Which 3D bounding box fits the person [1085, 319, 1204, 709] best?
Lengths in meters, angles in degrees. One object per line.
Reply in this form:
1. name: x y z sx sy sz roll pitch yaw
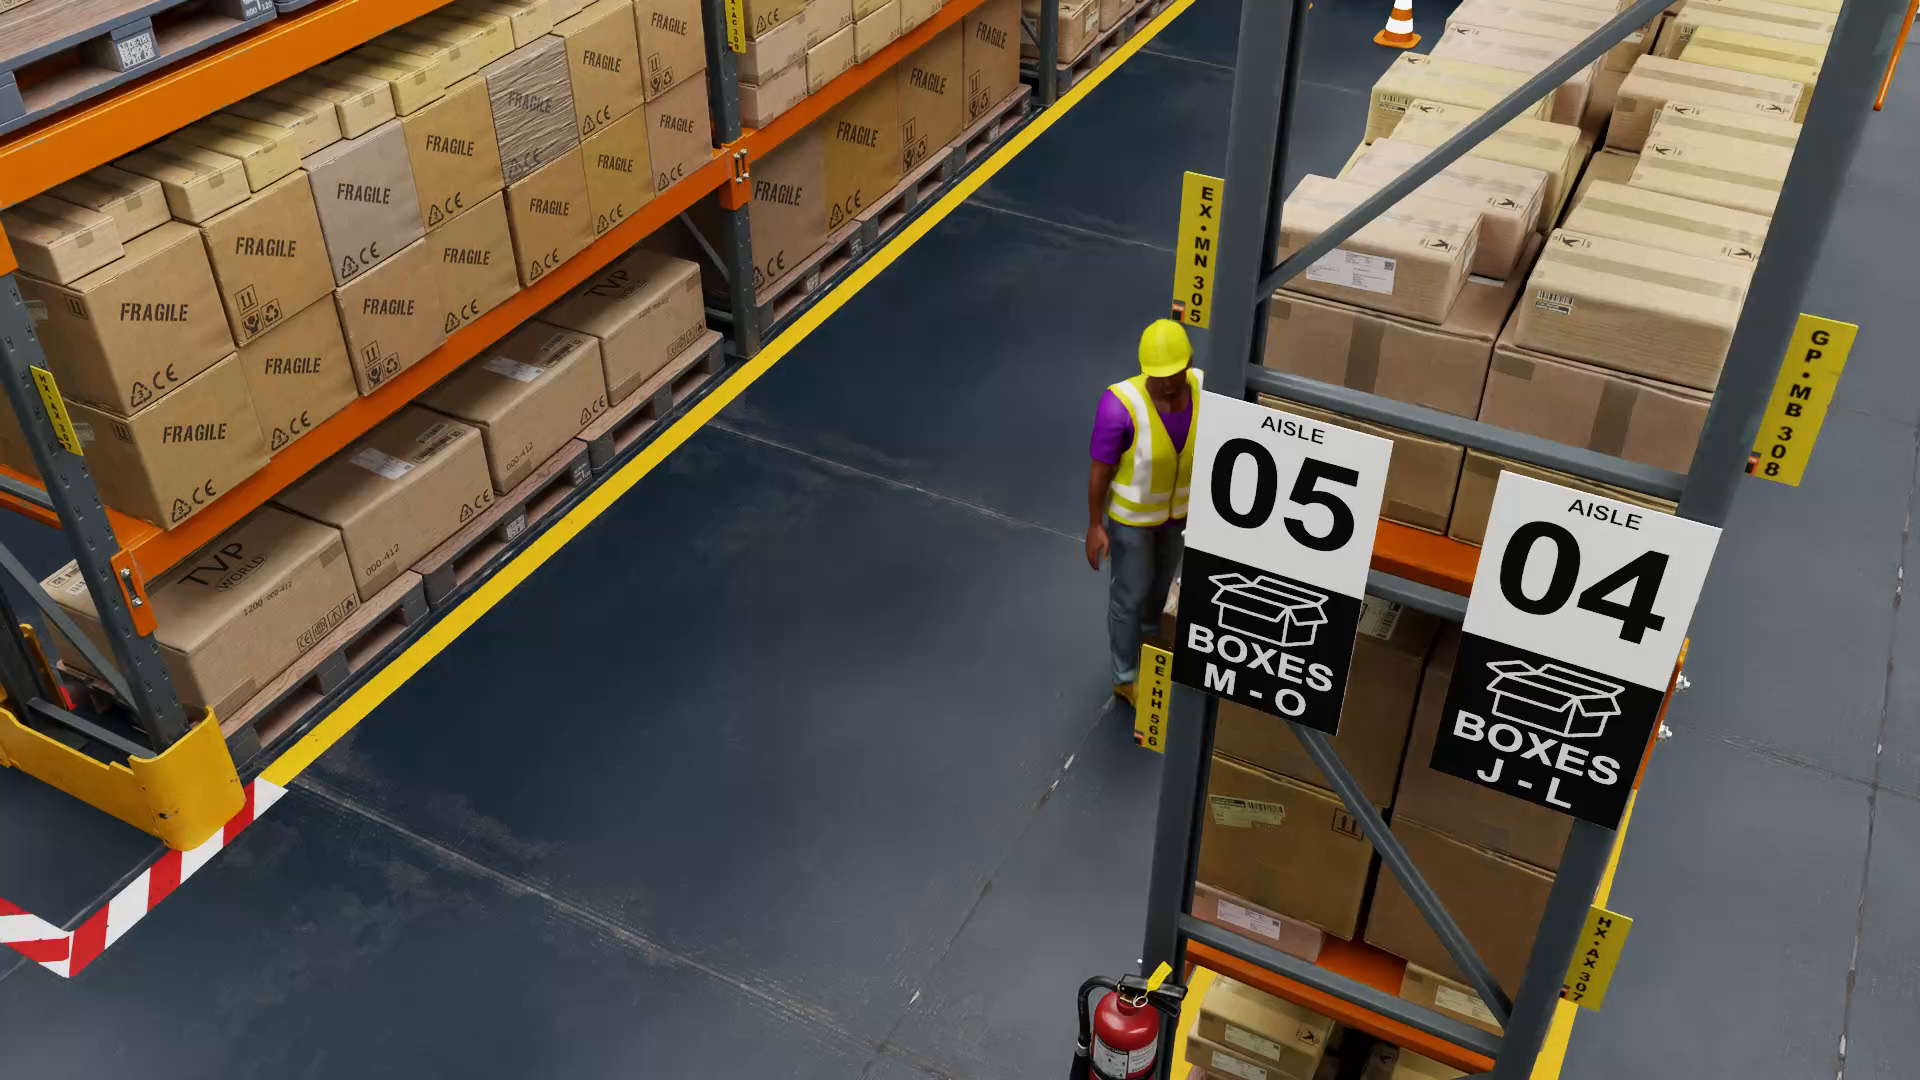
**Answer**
1. person: 0.814 -0.090 6.805 0.651 1.763 0.560 -18 41 -22
